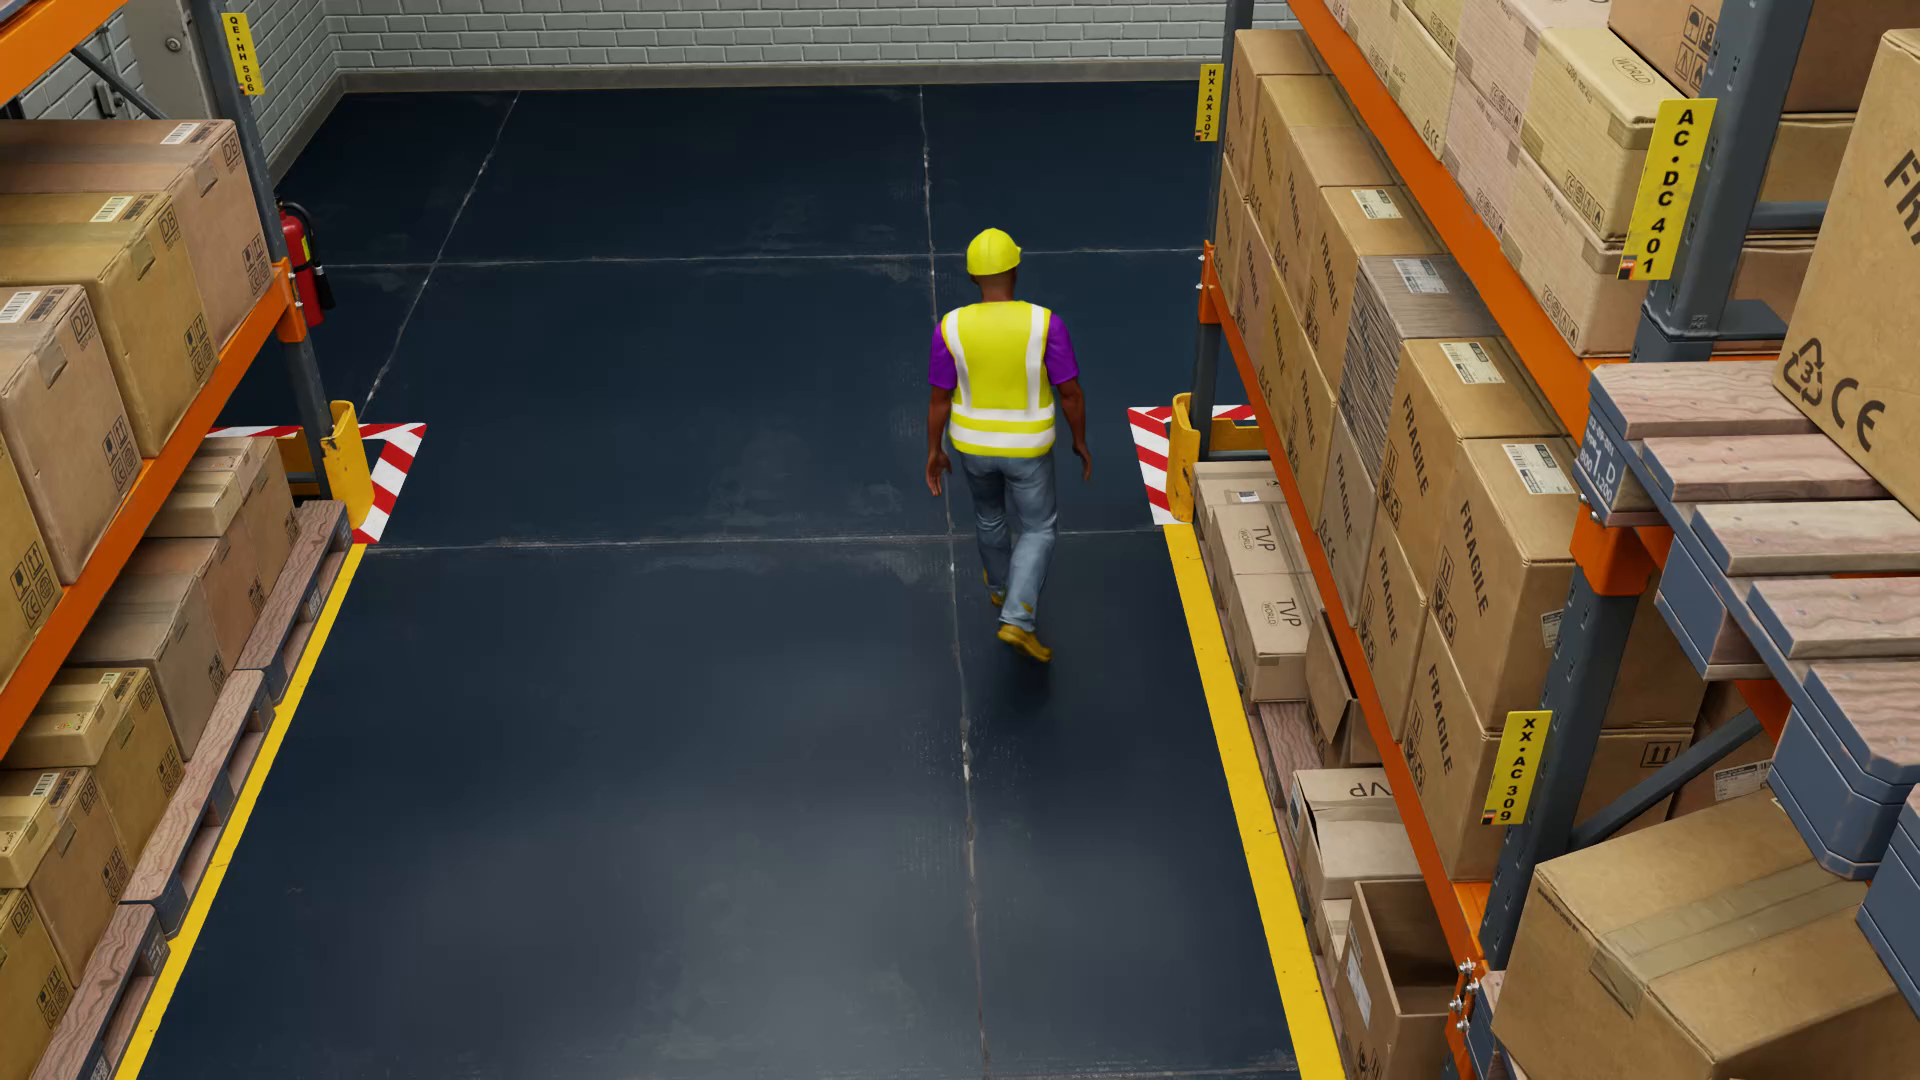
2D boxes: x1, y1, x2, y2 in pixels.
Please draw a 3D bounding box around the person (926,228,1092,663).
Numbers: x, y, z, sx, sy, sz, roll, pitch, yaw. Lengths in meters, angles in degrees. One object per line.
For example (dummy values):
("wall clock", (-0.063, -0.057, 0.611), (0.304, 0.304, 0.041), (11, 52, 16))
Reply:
("person", (0.192, -0.340, 6.617), (0.665, 1.739, 0.865), (4, 35, 5))
